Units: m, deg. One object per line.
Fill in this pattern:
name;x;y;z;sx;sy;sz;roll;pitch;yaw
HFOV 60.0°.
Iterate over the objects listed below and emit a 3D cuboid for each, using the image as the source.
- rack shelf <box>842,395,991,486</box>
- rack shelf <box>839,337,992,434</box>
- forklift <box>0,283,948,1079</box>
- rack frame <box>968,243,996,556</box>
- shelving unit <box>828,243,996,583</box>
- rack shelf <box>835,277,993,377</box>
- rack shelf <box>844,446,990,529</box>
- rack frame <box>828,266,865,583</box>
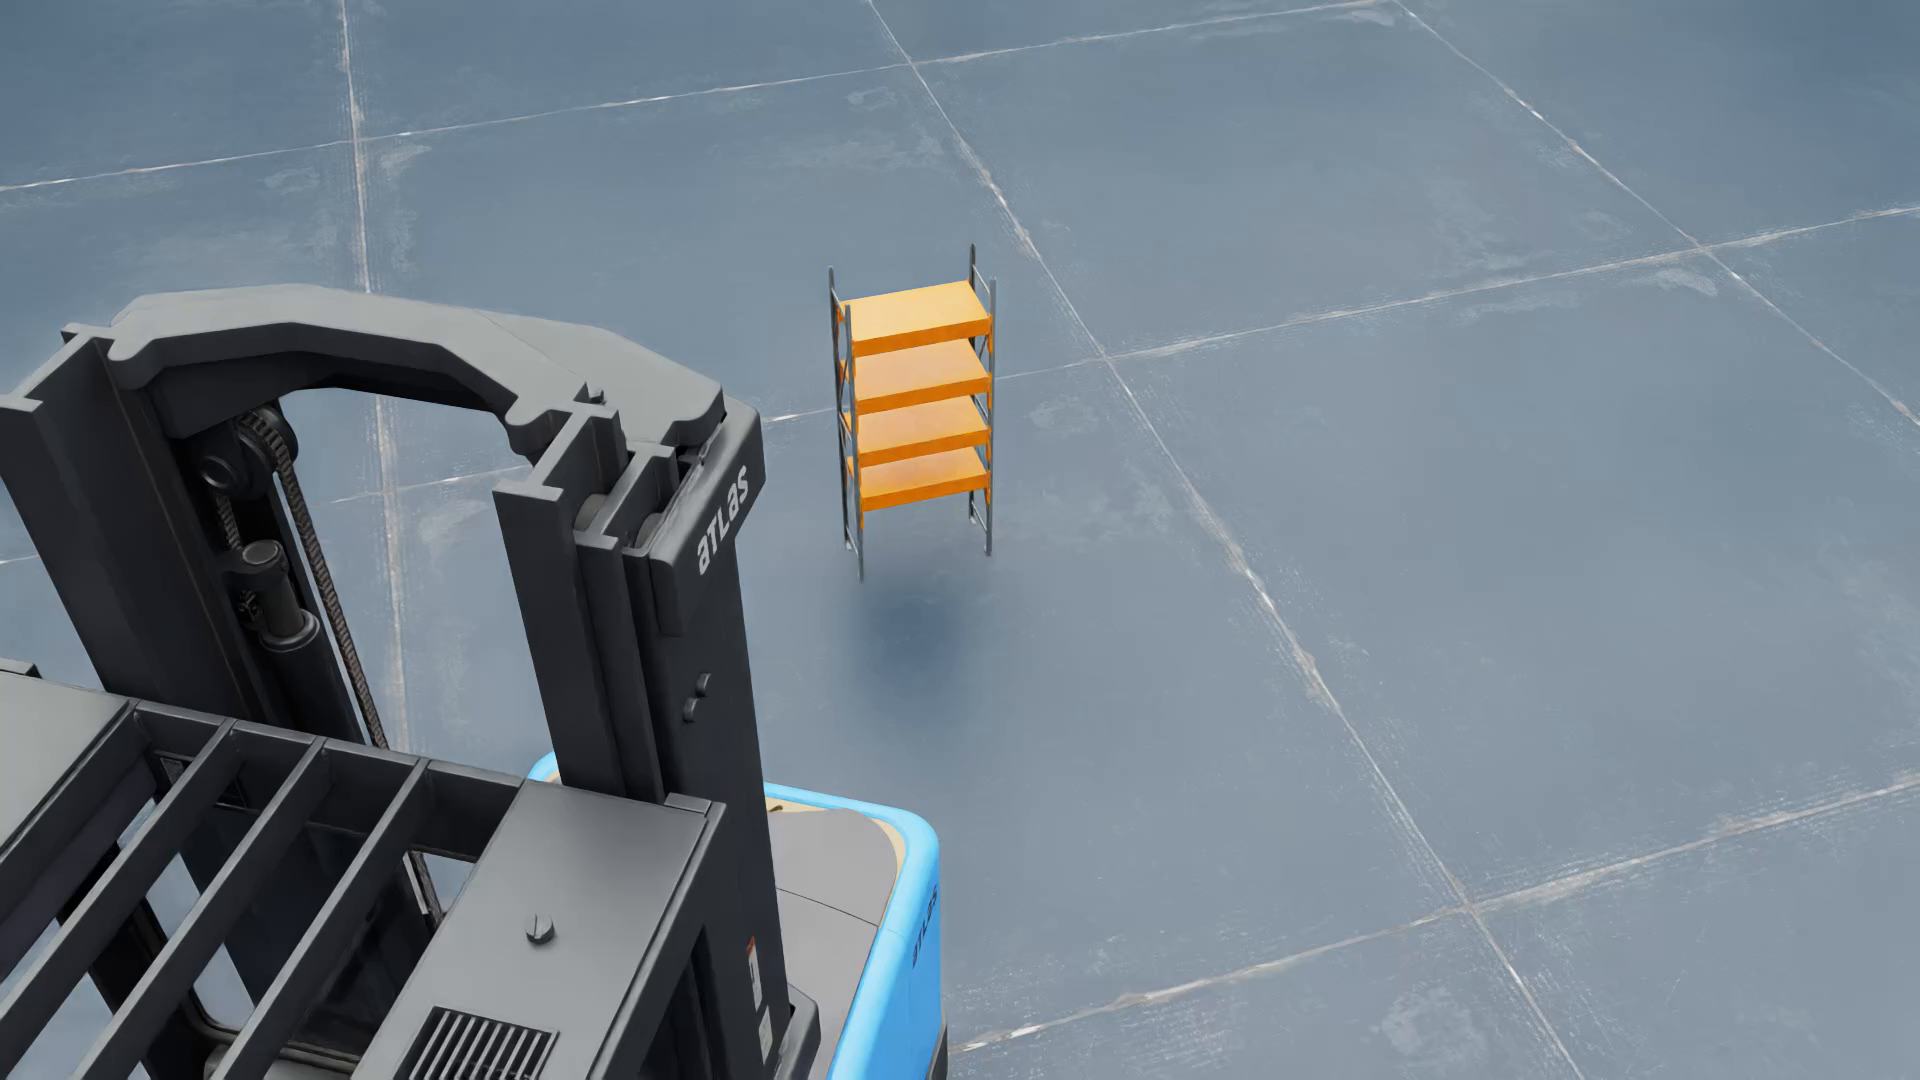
rack shelf;-0.158;-0.368;5.862;0.480;0.148;0.258;-12;42;-13
rack shelf;-0.158;-0.537;5.715;0.480;0.148;0.258;-12;42;-13
forklift;-0.892;1.212;2.635;1.130;2.935;3.031;9;42;11
rack frame;0.075;-0.467;5.873;0.015;1.200;0.240;-12;42;-13
shelving unit;-0.158;-0.419;5.818;0.503;1.200;0.258;-12;42;-13
rack shelf;-0.158;-0.715;5.559;0.480;0.148;0.258;-12;42;-13
rack shelf;-0.158;-0.219;5.993;0.480;0.148;0.258;-12;42;-13
rack frame;-0.391;-0.371;5.763;0.015;1.200;0.240;-12;42;-13
